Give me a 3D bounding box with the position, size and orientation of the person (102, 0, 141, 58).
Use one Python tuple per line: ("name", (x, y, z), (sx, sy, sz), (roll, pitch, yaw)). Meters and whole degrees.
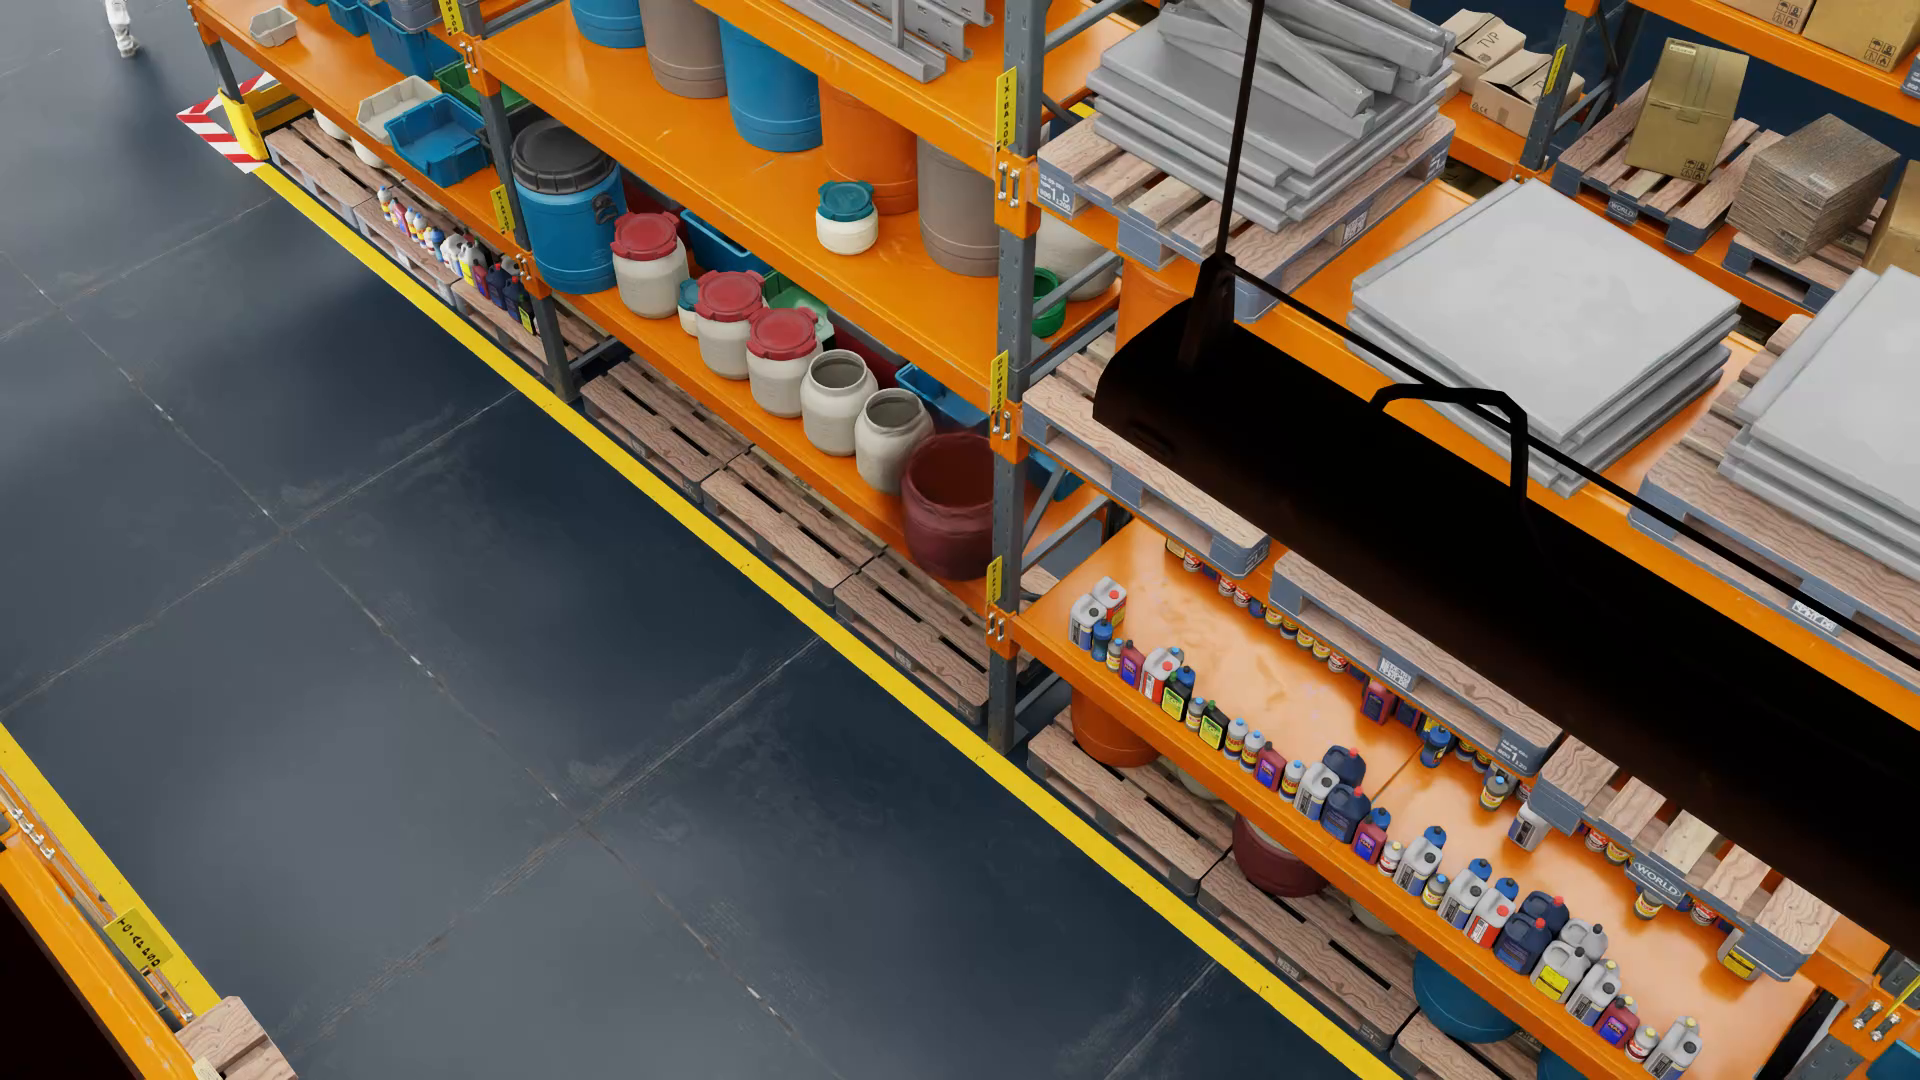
("person", (-6.966, -4.874, 13.308), (0.549, 1.723, 1.064), (-5, 50, -5))
